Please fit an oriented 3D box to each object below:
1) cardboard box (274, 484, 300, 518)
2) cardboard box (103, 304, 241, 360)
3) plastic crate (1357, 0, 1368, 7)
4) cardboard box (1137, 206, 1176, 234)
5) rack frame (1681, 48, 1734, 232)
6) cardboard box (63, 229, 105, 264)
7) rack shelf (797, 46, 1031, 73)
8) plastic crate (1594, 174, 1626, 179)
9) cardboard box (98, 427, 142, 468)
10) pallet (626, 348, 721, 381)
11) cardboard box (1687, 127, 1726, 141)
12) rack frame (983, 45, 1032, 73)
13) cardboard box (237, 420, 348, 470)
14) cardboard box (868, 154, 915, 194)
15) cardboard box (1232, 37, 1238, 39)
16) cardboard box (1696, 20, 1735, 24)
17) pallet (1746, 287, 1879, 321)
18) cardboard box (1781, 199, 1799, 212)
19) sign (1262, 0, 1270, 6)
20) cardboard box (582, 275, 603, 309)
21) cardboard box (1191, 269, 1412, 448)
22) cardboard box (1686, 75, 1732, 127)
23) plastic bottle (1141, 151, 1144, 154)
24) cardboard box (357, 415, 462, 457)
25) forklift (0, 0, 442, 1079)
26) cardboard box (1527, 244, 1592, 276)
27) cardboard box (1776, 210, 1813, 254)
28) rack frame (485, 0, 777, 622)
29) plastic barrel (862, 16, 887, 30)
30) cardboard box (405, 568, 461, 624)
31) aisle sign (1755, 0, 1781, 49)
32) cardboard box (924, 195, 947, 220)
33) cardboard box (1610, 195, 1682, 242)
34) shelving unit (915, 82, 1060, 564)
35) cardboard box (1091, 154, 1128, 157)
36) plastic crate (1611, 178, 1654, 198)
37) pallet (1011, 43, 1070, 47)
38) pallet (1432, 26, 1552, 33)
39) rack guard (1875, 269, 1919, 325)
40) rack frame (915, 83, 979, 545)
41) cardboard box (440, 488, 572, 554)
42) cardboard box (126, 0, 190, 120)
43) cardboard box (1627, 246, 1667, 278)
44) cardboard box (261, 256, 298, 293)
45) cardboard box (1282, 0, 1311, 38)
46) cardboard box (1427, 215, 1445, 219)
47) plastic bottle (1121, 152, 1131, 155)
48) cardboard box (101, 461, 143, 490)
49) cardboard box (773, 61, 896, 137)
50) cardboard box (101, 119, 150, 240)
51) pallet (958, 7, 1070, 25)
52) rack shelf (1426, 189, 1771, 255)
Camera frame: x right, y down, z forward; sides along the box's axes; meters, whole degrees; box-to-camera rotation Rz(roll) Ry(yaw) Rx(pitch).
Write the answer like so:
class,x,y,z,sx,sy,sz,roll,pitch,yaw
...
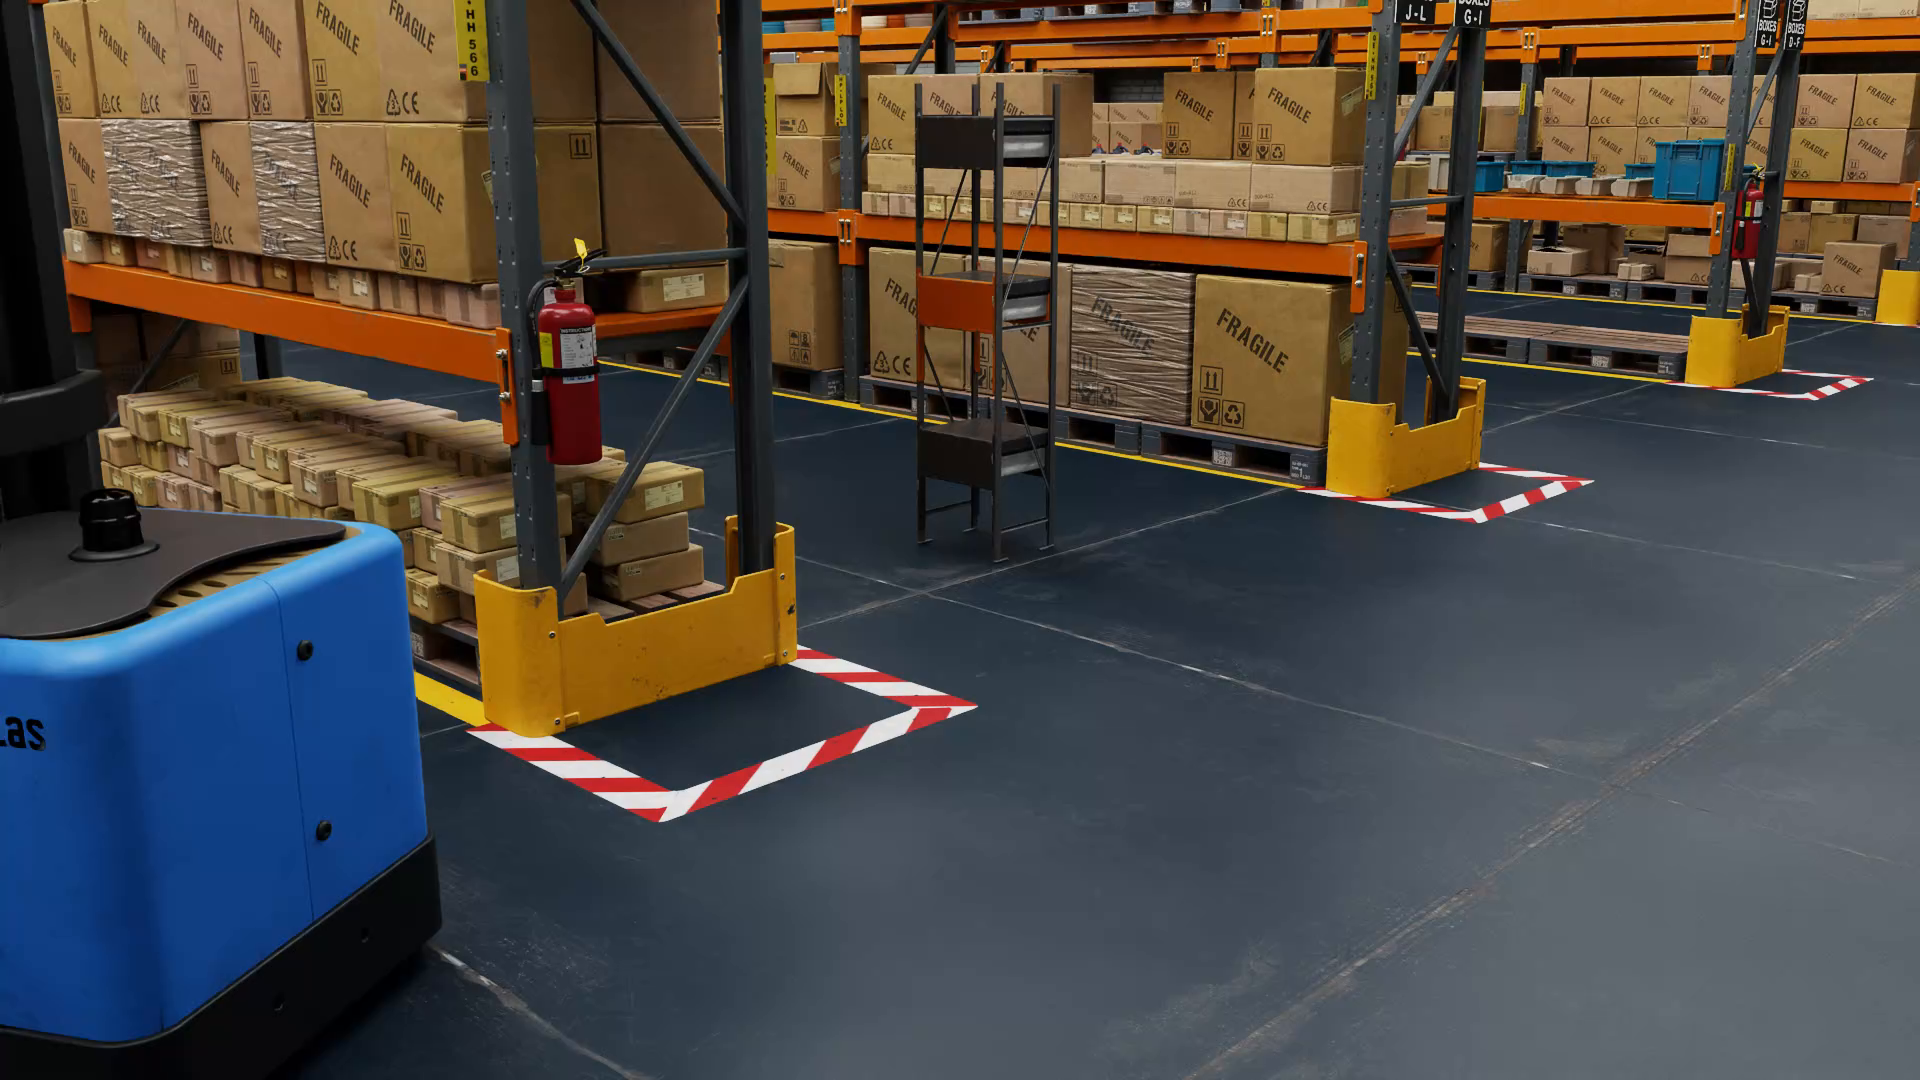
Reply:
class,x,y,z,sx,sy,sz,roll,pitch,yaw
cardboard box,-2.564,-0.155,6.808,0.380,0.149,0.250,-13,20,-41
cardboard box,-4.285,-1.153,9.046,0.500,0.250,0.500,13,19,40
plastic crate,3.531,-4.731,14.610,0.662,0.188,0.450,14,20,42
cardboard box,1.237,-1.861,9.625,0.250,0.149,0.380,13,20,41
rack frame,9.893,-5.199,21.937,0.127,3.000,1.000,14,20,42
cardboard box,-3.960,-1.389,7.811,0.380,0.149,0.250,-14,20,-42
rack shelf,-0.741,-7.153,24.913,4.000,0.370,1.077,14,20,42
plastic crate,5.285,-2.895,13.498,0.298,0.136,0.250,14,20,42
cardboard box,-3.898,-0.465,8.000,0.380,0.149,0.250,-13,20,-42
pallet,-1.911,-1.487,13.222,1.213,0.211,1.003,14,20,42
cardboard box,7.732,-3.943,16.919,0.500,0.500,0.500,13,20,41
rack frame,0.699,-5.699,23.857,0.127,3.000,1.000,14,20,42
cardboard box,-2.875,-0.405,7.179,0.250,0.149,0.380,13,19,40
cardboard box,-0.265,-2.444,11.069,0.500,0.250,0.500,13,20,41
cardboard box,4.472,-8.192,26.444,0.500,0.500,0.500,-11,18,-36
cardboard box,7.714,-5.285,16.616,0.500,0.250,0.500,14,20,42
pallet,8.708,-2.402,16.734,1.213,0.211,1.003,14,20,42
cardboard box,10.480,-4.264,21.186,0.380,0.149,0.250,-14,20,-42
sign,2.634,-4.757,14.274,0.005,0.325,0.100,14,20,42
cardboard box,-1.275,-0.951,6.131,0.380,0.149,0.250,-14,20,-42
cardboard box,1.942,-1.074,9.488,0.875,0.875,0.875,14,20,42
cardboard box,7.715,-4.428,16.794,0.500,0.500,0.500,-14,20,-42
plastic bottle,1.810,-3.725,16.533,0.097,0.271,0.097,0,15,0
cardboard box,-2.407,-0.438,7.304,0.250,0.149,0.380,14,20,42
forklift,-2.834,-0.396,3.637,3.031,2.935,1.130,4,15,14
cardboard box,6.610,-3.098,18.334,0.500,0.311,0.500,14,20,42
cardboard box,10.720,-3.955,21.286,0.500,0.500,0.700,13,20,42
rack frame,-1.057,-0.919,5.511,0.127,3.000,1.000,14,20,42
plastic barrel,-0.940,-5.666,18.053,0.301,0.262,0.301,0,15,0
cardboard box,-1.836,0.176,6.128,0.380,0.149,0.250,-14,20,-42
aisle sign,5.745,-3.893,11.769,0.004,0.787,0.394,14,20,42
cardboard box,-0.060,-2.176,10.833,0.380,0.149,0.250,-14,20,-42
cardboard box,9.335,-4.452,22.501,0.750,0.750,0.750,14,20,43
shelving unit,0.119,-0.987,7.556,0.503,2.100,0.431,14,20,42
cardboard box,0.821,-2.364,10.764,0.500,0.250,0.500,-14,20,-43
plastic crate,5.184,-2.712,12.796,0.243,0.136,0.396,14,20,42
pallet,1.342,-6.906,22.919,1.217,0.209,0.805,13,19,40
pallet,6.037,-5.787,18.616,1.003,0.211,1.213,14,20,42
rack guard,9.282,-2.403,16.163,0.348,0.500,1.175,14,20,42
rack frame,-0.057,-1.030,7.720,0.015,2.100,0.400,14,20,42
cardboard box,-1.614,-0.077,5.922,0.250,0.149,0.380,14,20,43
cardboard box,-3.056,-1.991,6.851,0.500,0.500,0.500,14,20,43
cardboard box,7.604,-3.032,18.078,0.500,0.311,0.500,14,20,42
cardboard box,-2.557,-1.088,6.658,0.250,0.149,0.380,14,20,43
cardboard box,4.283,-6.340,20.167,0.500,0.500,0.910,14,20,42
cardboard box,5.559,-3.969,19.815,0.500,0.250,0.500,14,20,42
plastic bottle,1.619,-3.568,15.921,0.135,0.276,0.152,14,20,42
cardboard box,-3.897,-0.321,8.036,0.250,0.149,0.380,13,19,40
cardboard box,-0.887,-3.146,11.869,0.637,0.503,0.797,13,19,41
cardboard box,-3.394,-1.594,7.312,0.500,0.500,0.500,14,20,42
pallet,0.620,-5.310,16.786,1.213,0.211,1.003,14,20,42
rack shelf,4.456,-2.703,13.783,4.000,0.370,1.077,14,20,42
